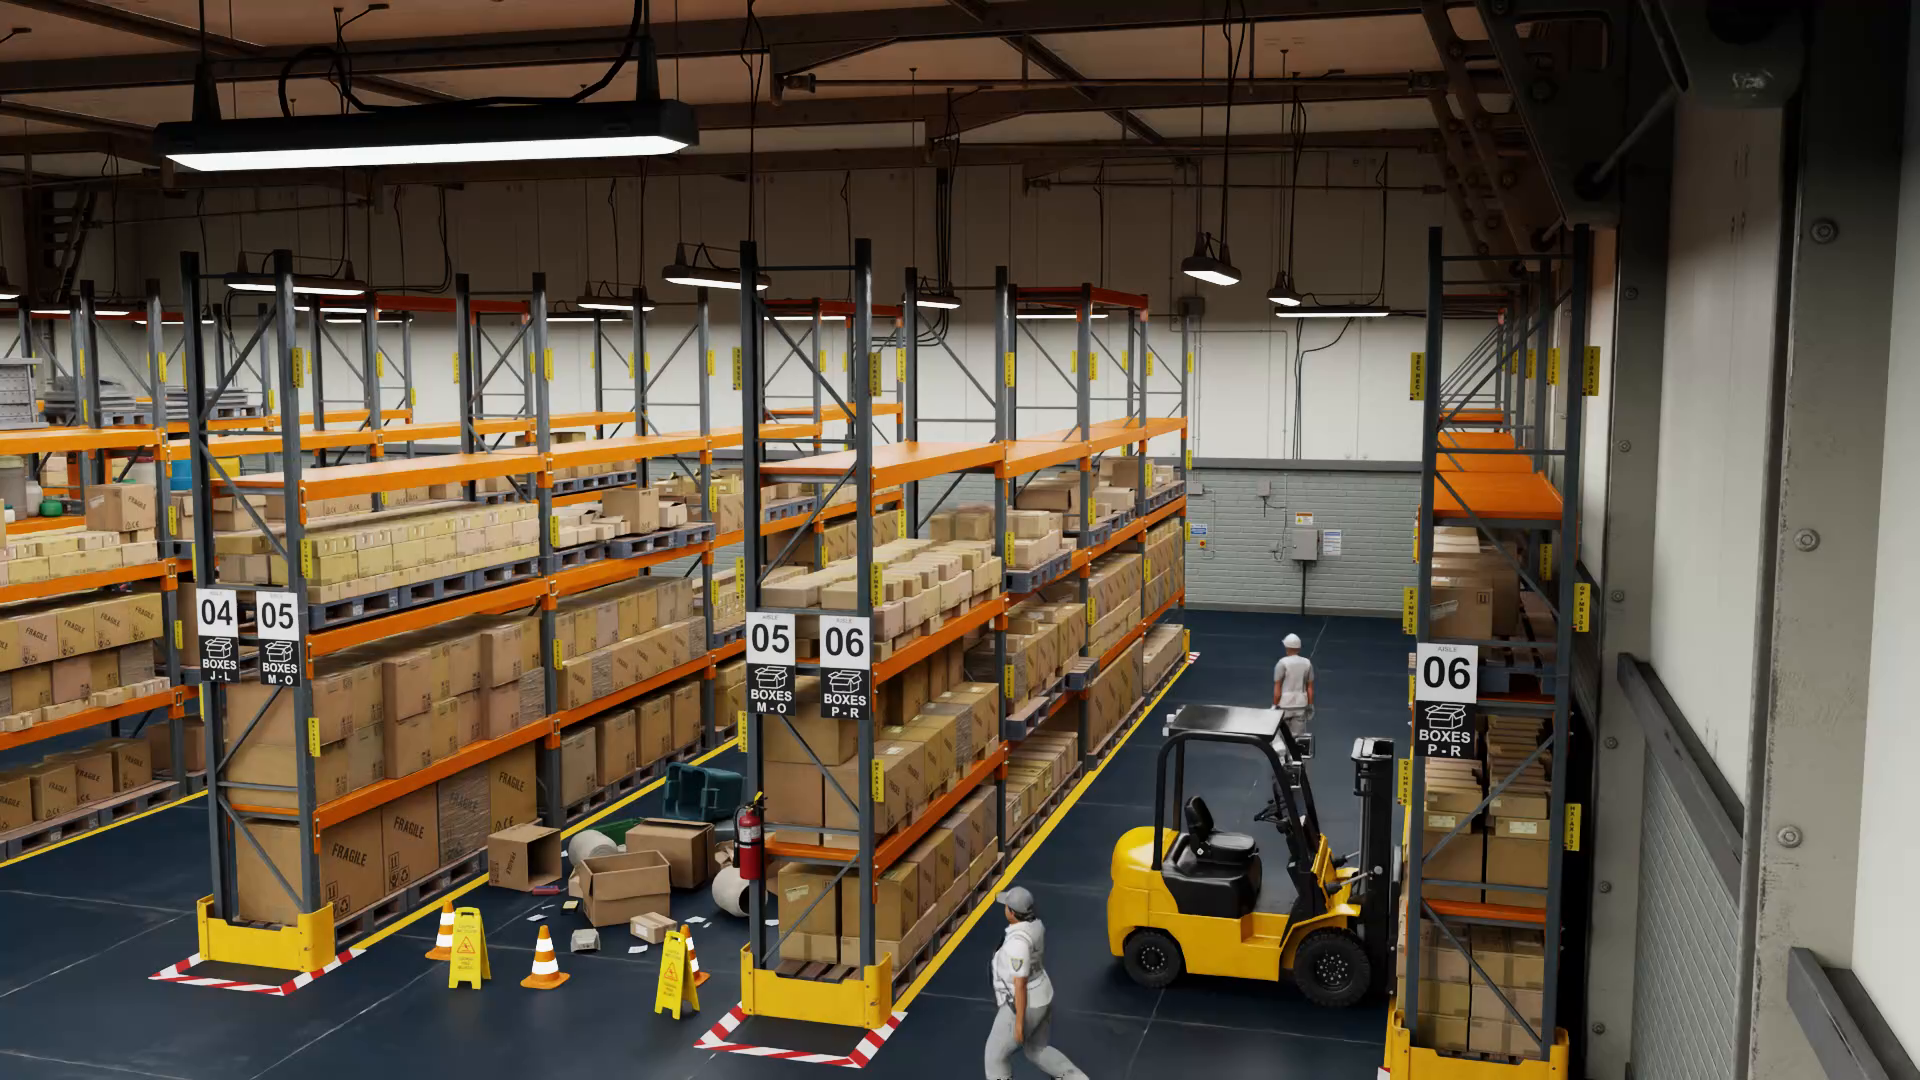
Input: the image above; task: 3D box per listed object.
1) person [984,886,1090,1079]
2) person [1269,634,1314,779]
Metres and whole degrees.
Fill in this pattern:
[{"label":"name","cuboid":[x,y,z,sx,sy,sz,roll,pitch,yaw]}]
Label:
[{"label":"person","cuboid":[0.479,3.107,11.140,0.917,1.622,0.503,1,7,11]},{"label":"person","cuboid":[4.014,2.031,20.103,0.602,1.790,0.467,-2,7,-16]}]
